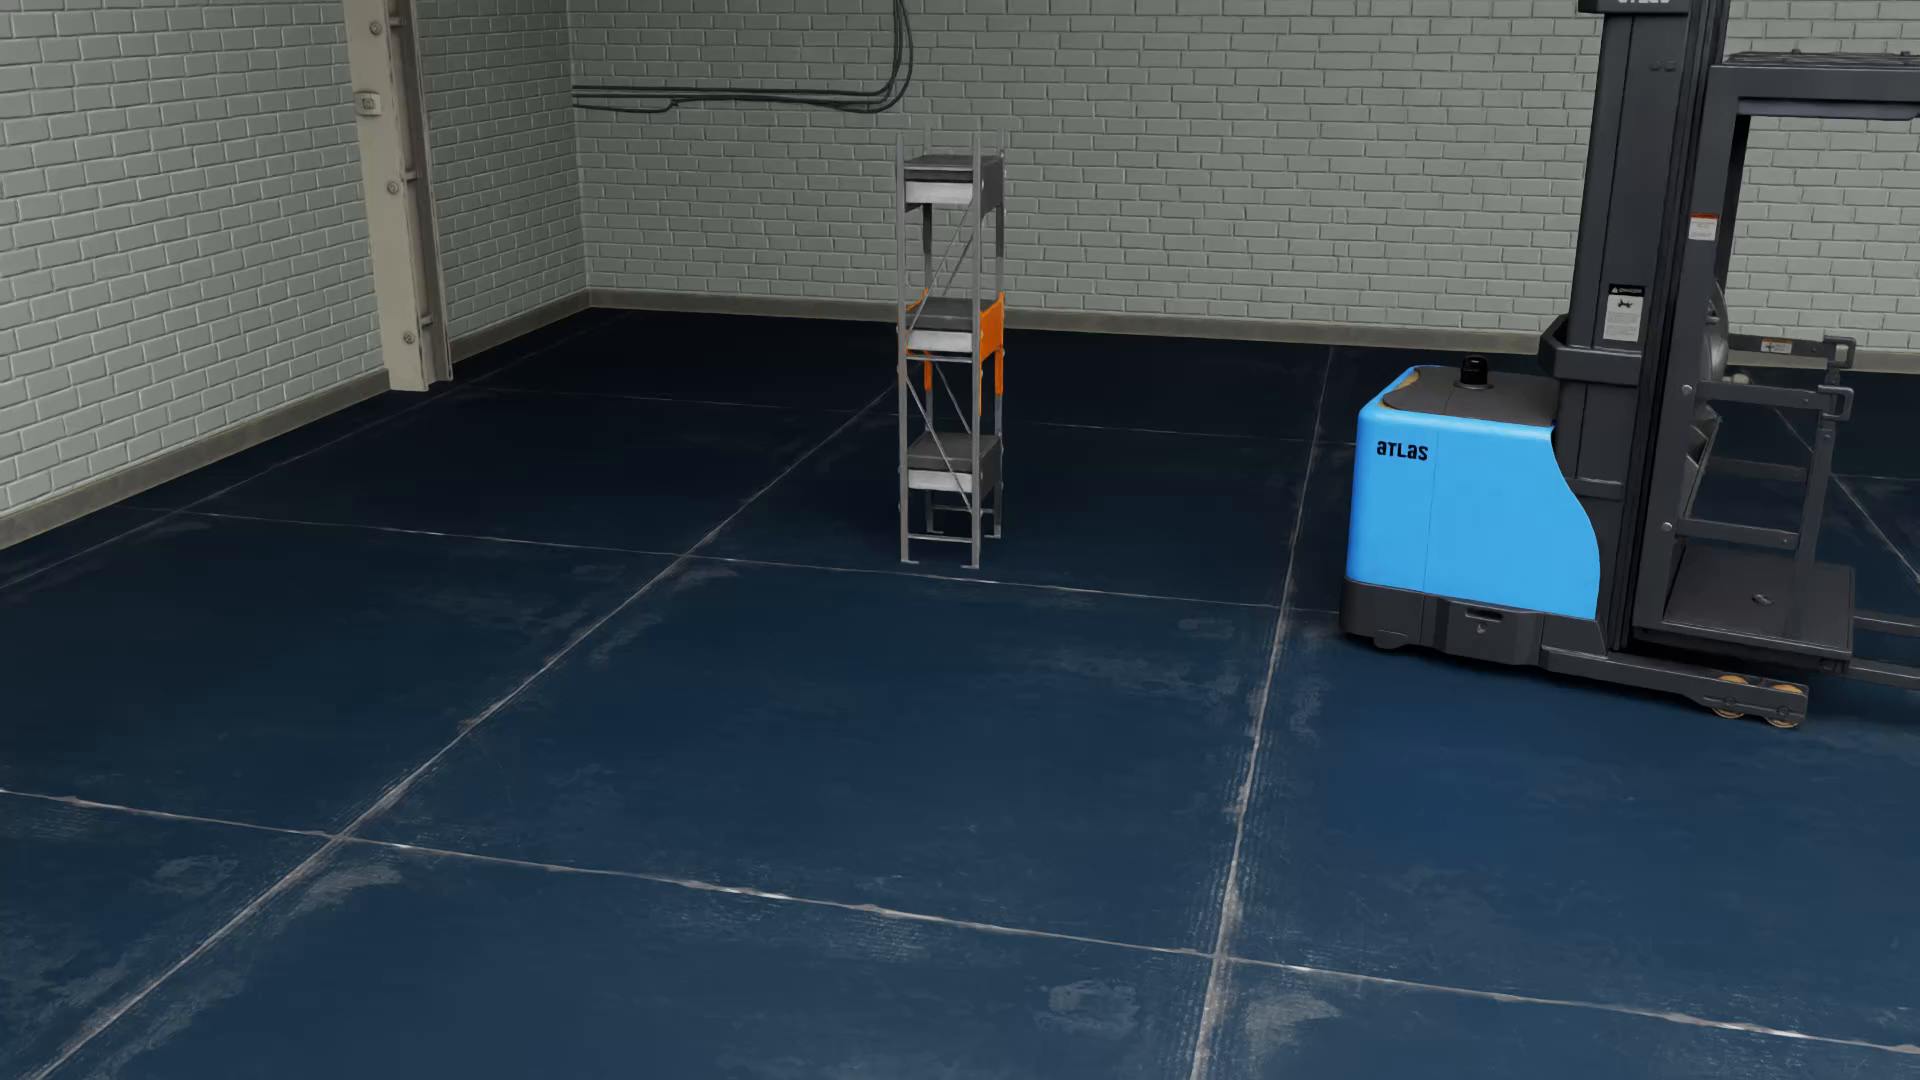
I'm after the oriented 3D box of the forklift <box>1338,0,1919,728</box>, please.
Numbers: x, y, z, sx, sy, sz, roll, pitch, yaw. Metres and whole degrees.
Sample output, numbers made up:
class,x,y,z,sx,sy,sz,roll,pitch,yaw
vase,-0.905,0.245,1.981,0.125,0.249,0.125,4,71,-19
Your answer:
class,x,y,z,sx,sy,sz,roll,pitch,yaw
forklift,3.221,-0.846,6.629,3.031,2.935,1.130,10,21,26

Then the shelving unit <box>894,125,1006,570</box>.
class,x,y,z,sx,sy,sz,roll,pitch,yaw
shelving unit,-0.040,-0.942,8.196,0.431,2.100,0.503,5,19,13

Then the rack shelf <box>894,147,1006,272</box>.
class,x,y,z,sx,sy,sz,roll,pitch,yaw
rack shelf,-0.040,-1.591,7.974,0.431,0.518,0.480,5,19,13

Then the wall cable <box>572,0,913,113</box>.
class,x,y,z,sx,sy,sz,roll,pitch,yaw
wall cable,-1.884,-4.731,13.421,3.097,2.526,0.112,5,19,13

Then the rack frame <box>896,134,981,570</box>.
class,x,y,z,sx,sy,sz,roll,pitch,yaw
rack frame,-0.100,-0.865,7.972,0.400,2.100,0.015,5,19,13

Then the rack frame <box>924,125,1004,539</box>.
class,x,y,z,sx,sy,sz,roll,pitch,yaw
rack frame,0.019,-1.018,8.420,0.400,2.100,0.015,5,19,13

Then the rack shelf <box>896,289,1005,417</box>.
class,x,y,z,sx,sy,sz,roll,pitch,yaw
rack shelf,-0.040,-0.929,8.201,0.431,0.518,0.480,5,19,13

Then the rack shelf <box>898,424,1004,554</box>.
class,x,y,z,sx,sy,sz,roll,pitch,yaw
rack shelf,-0.040,-0.266,8.427,0.431,0.518,0.480,5,19,13

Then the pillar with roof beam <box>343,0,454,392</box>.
class,x,y,z,sx,sy,sz,roll,pitch,yaw
pillar with roof beam,0.289,-5.042,9.526,9.100,9.000,0.400,5,19,13
